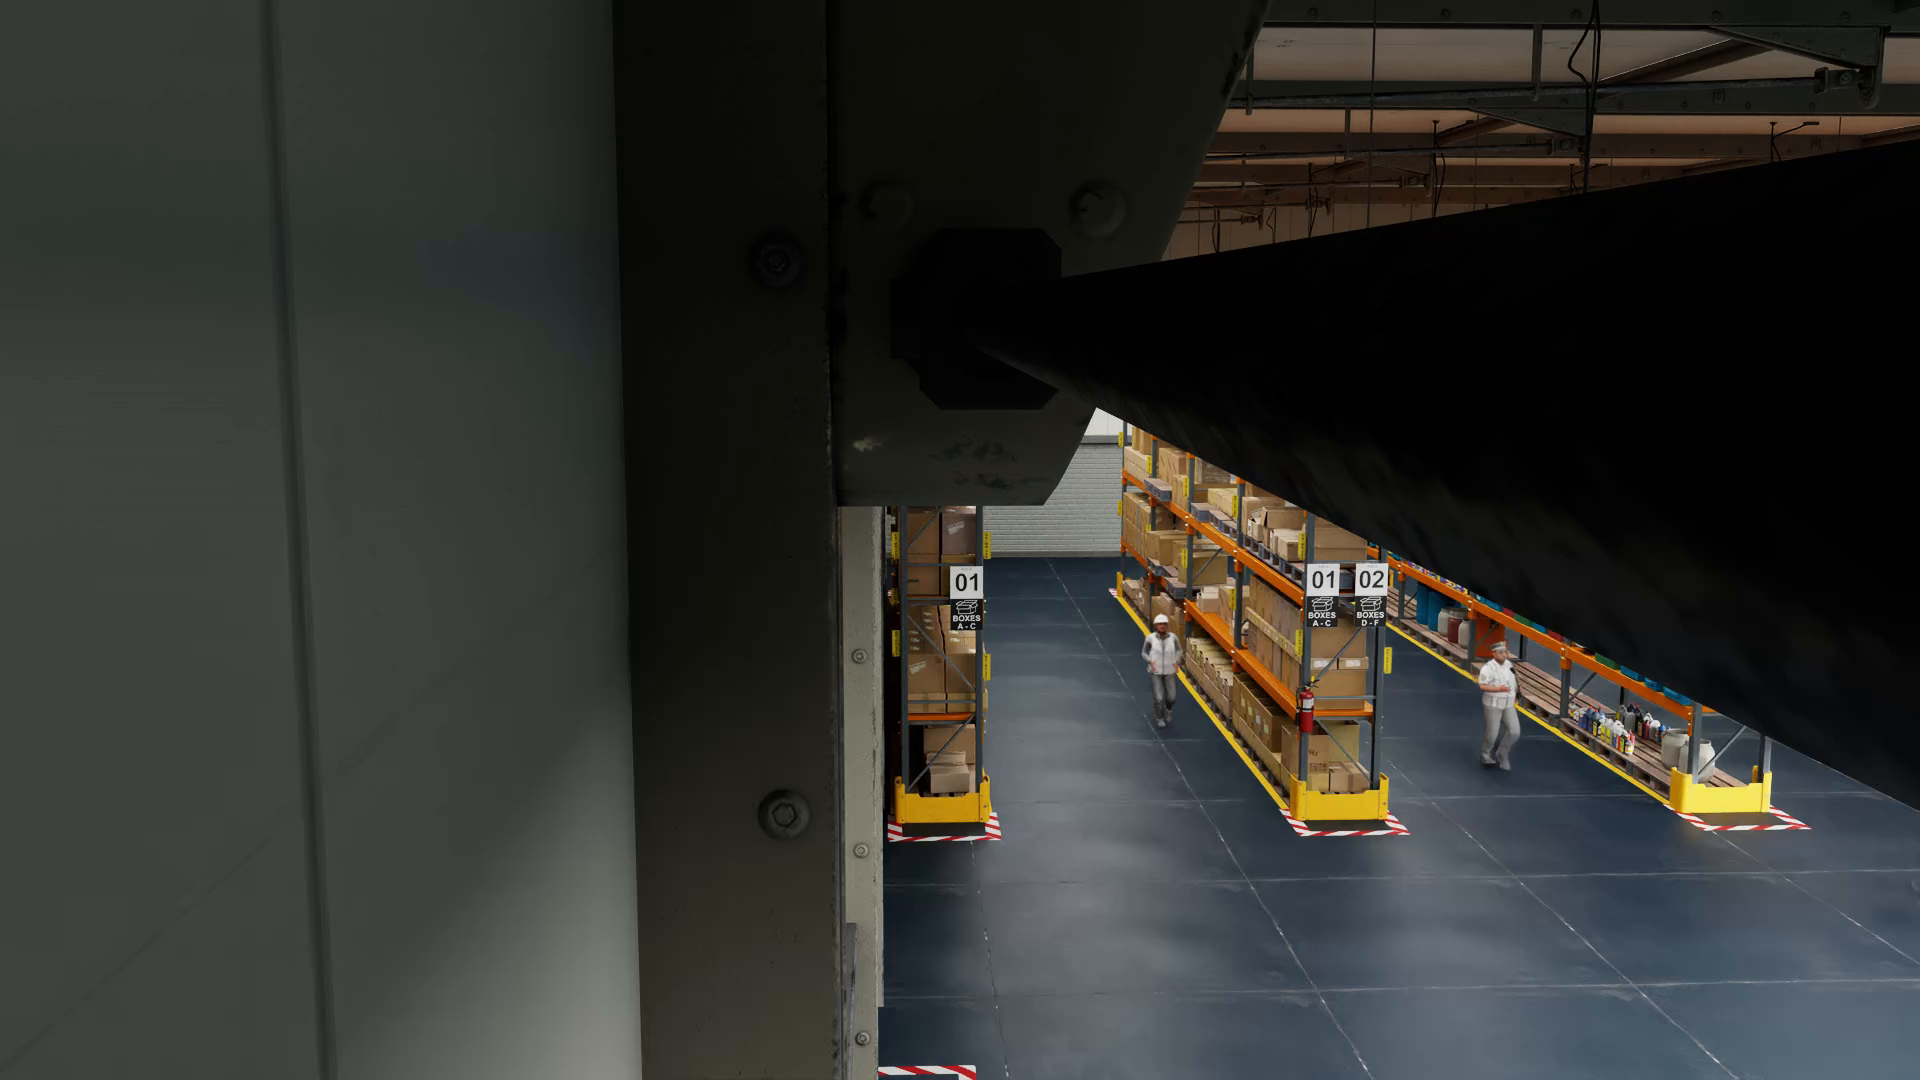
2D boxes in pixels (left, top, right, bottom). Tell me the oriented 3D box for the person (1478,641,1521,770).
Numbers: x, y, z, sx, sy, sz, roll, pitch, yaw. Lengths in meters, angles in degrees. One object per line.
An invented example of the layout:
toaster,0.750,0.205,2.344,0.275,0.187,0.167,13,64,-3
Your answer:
person,7.403,2.283,22.756,0.642,1.821,0.689,-2,8,-16

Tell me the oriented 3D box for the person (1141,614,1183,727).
person,3.040,1.975,24.910,0.635,1.728,0.563,0,8,0
